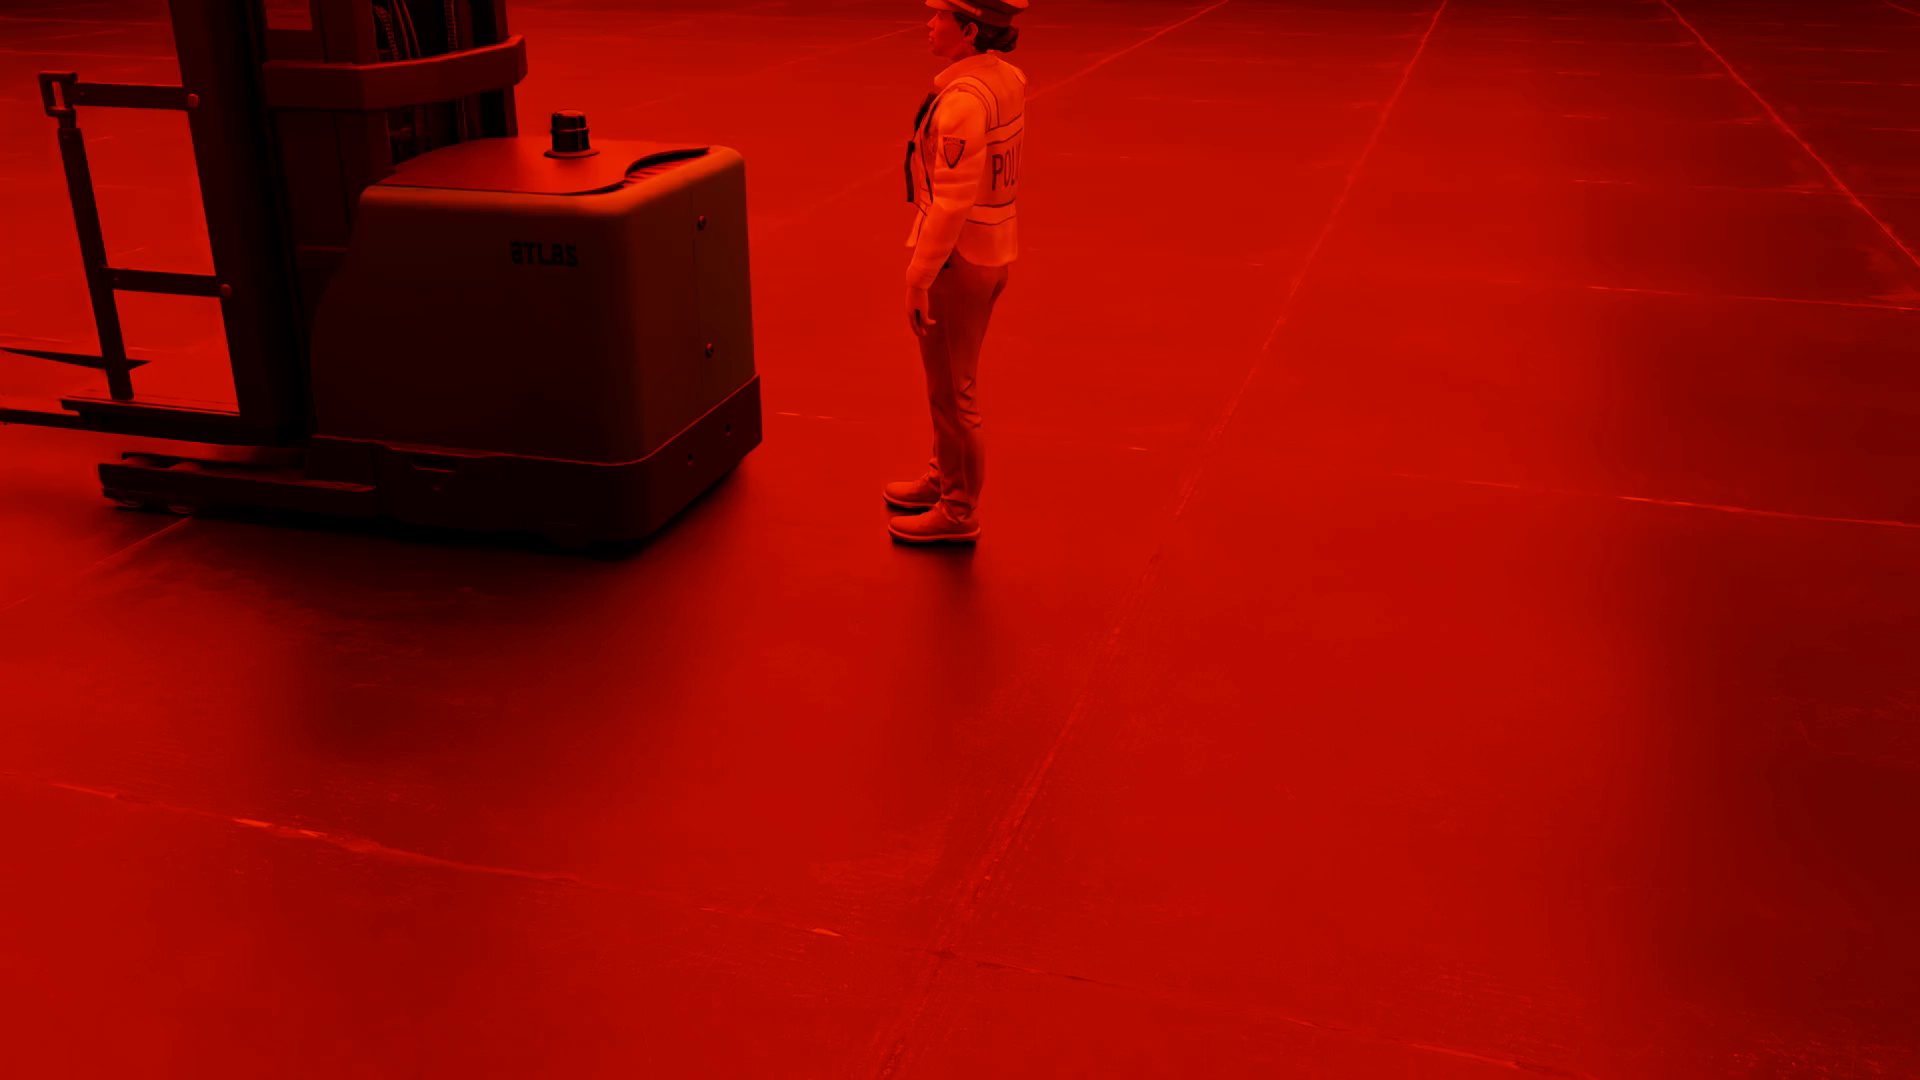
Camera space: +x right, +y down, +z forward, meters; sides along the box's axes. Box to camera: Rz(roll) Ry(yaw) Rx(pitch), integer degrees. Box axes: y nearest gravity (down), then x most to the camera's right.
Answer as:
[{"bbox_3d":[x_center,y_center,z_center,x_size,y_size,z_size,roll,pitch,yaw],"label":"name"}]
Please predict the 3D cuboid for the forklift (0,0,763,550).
[{"bbox_3d":[-2.260,-1.624,5.213,3.031,2.935,1.130,6,23,14],"label":"forklift"}]

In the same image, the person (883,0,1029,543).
[{"bbox_3d":[-0.064,-0.800,4.819,0.531,1.695,0.587,7,23,16],"label":"person"}]
